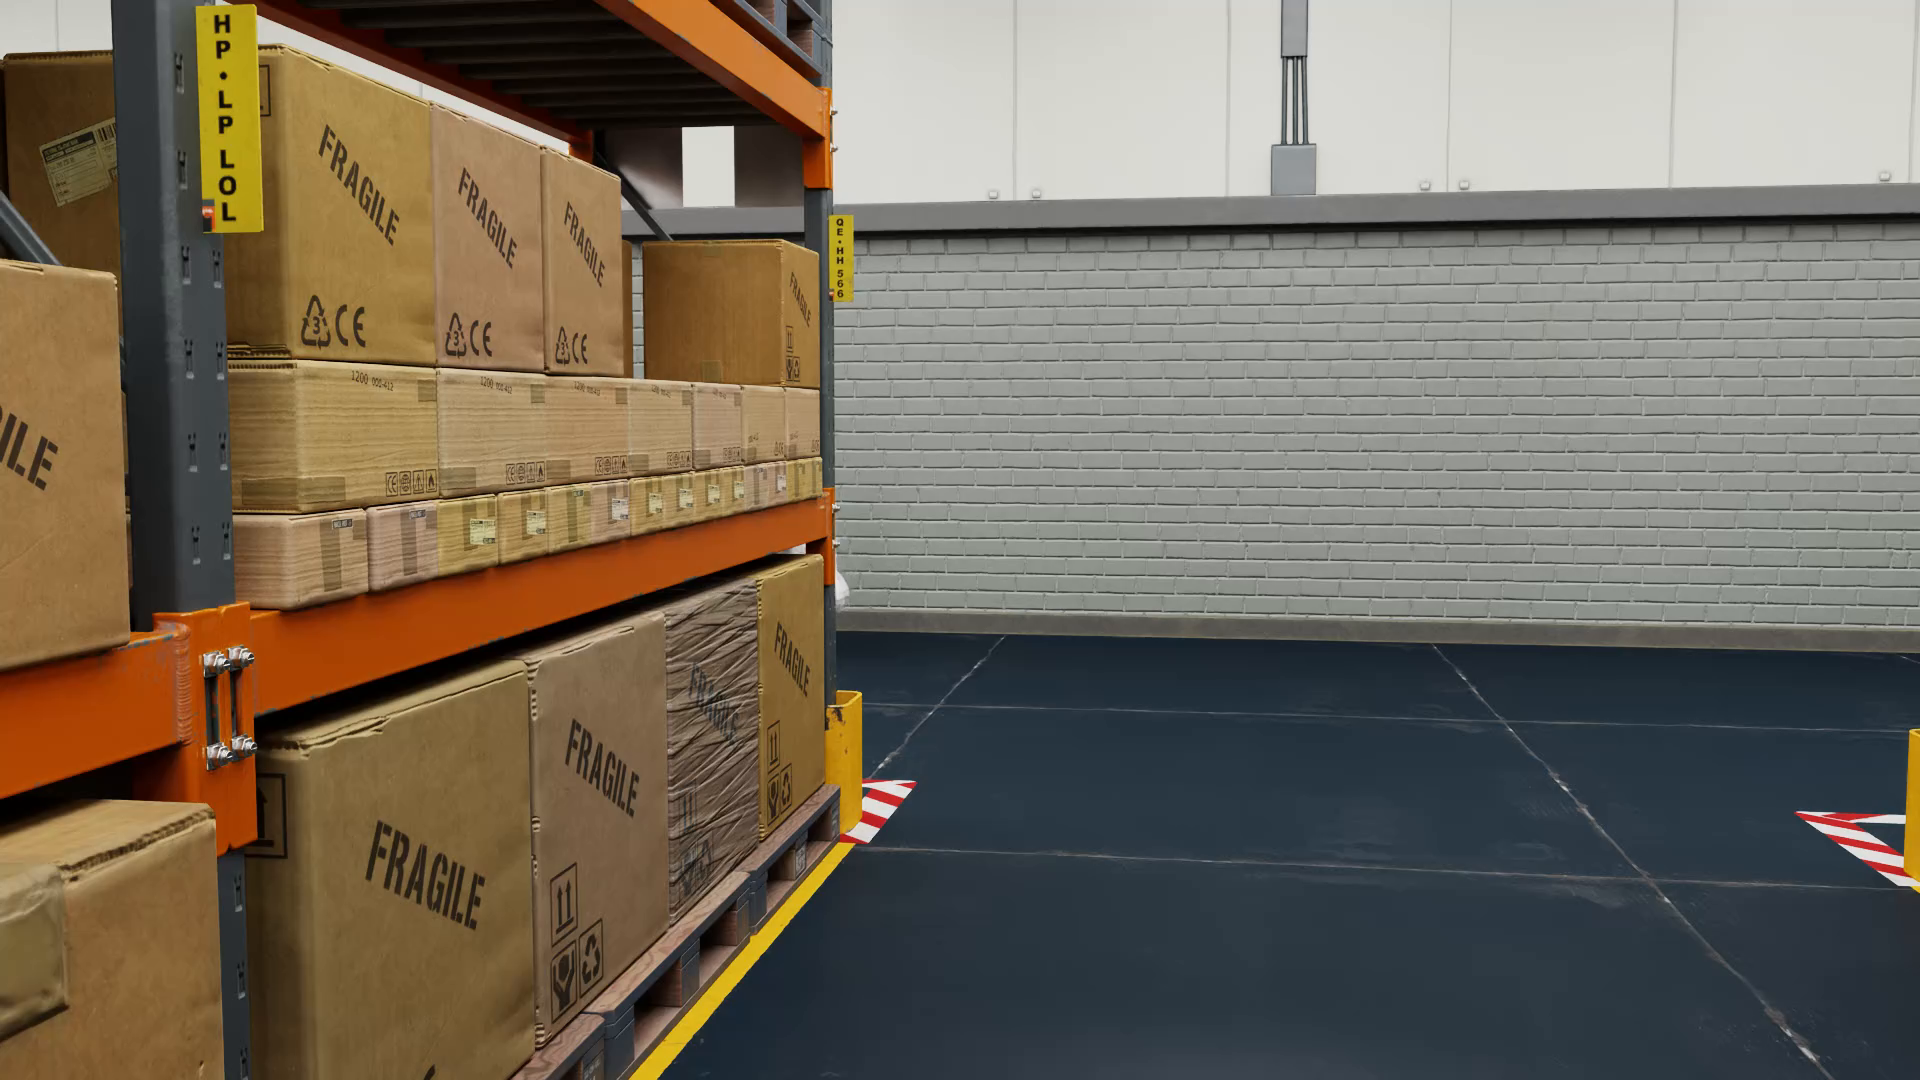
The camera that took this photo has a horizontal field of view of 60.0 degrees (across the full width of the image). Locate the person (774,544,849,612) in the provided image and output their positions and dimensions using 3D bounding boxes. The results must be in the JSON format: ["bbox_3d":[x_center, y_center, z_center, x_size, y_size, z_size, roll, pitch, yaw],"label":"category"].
[{"bbox_3d":[-1.190,0.284,10.958,0.891,0.994,0.567,1,4,8],"label":"person"}]
